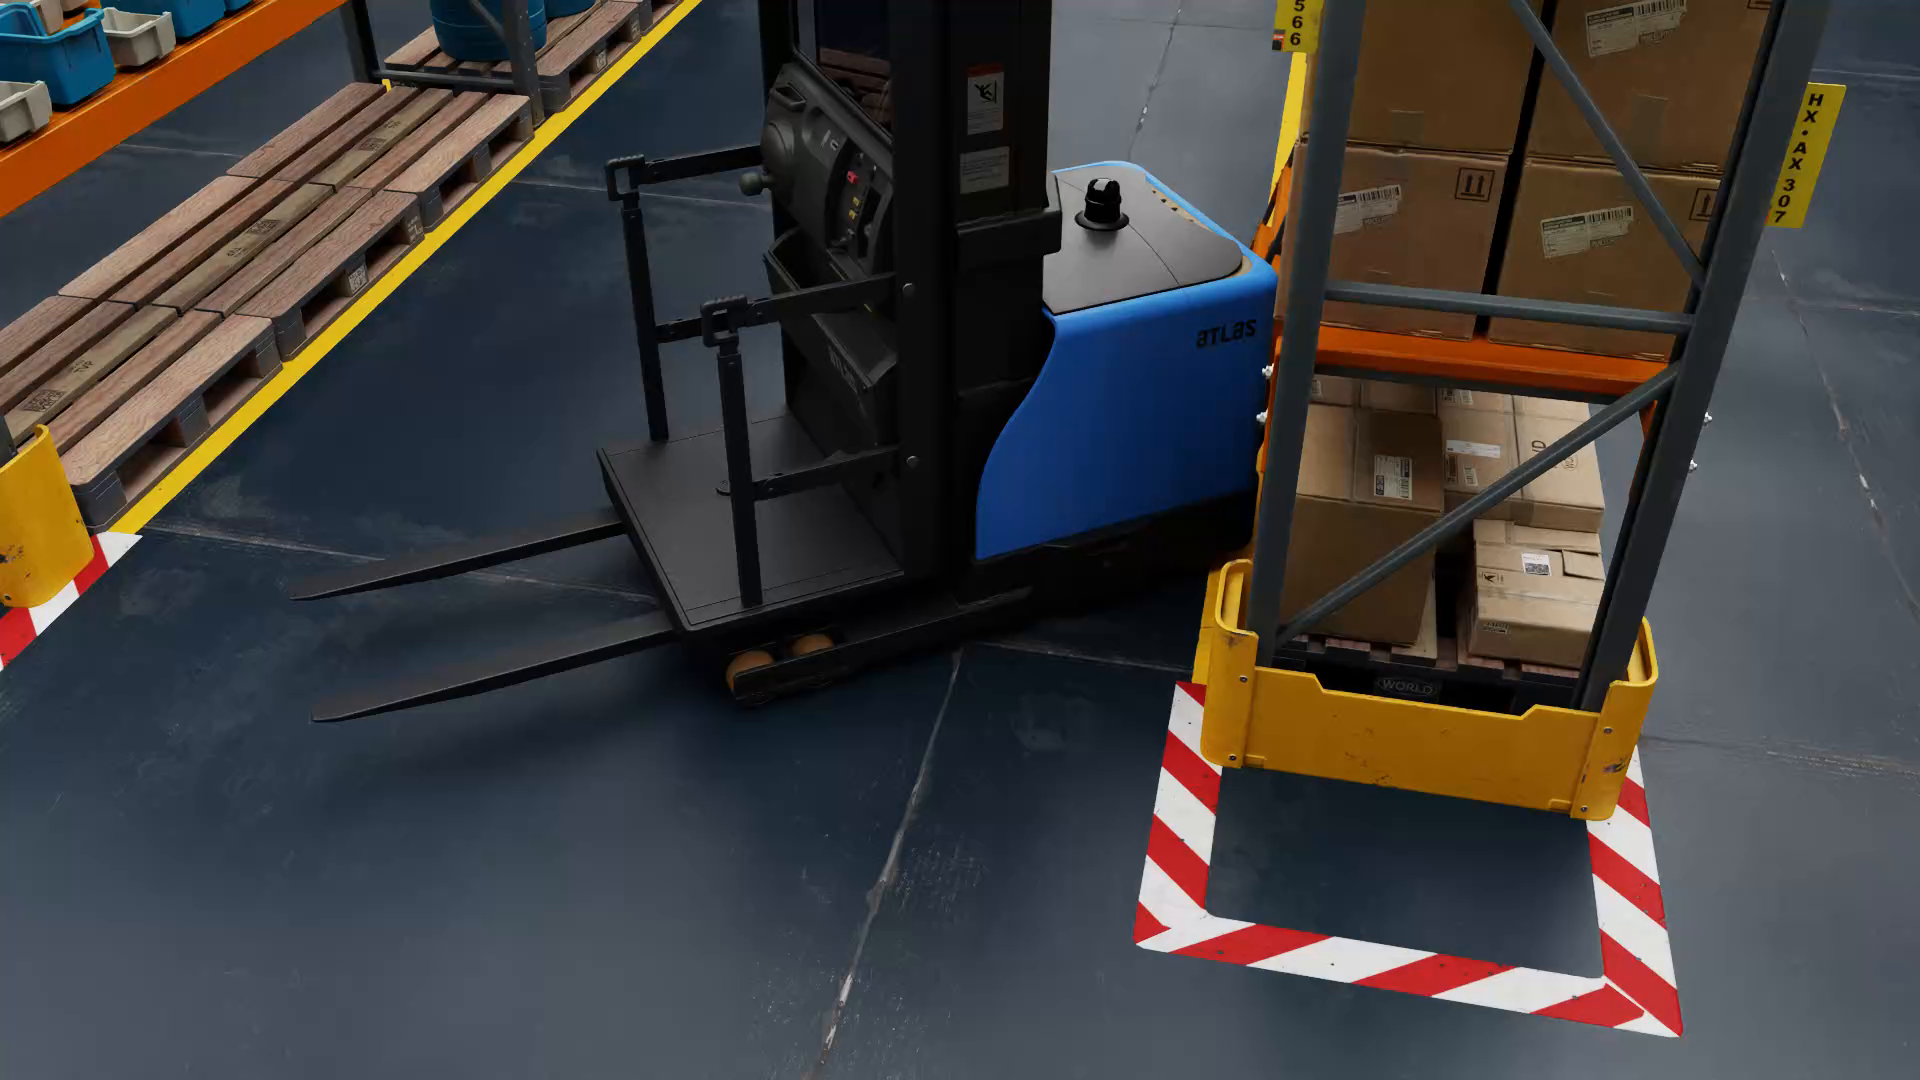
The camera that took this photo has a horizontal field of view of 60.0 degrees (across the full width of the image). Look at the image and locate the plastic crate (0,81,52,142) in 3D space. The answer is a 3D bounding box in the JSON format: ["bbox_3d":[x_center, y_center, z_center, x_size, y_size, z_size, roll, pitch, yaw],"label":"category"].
[{"bbox_3d":[-3.028,-1.361,5.246,0.250,0.136,0.298,7,37,10],"label":"plastic crate"}]

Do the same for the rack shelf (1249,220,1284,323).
[{"bbox_3d":[1.079,-0.848,5.567,0.258,0.148,0.480,18,45,0],"label":"rack shelf"}]

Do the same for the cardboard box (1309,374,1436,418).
[{"bbox_3d":[1.394,-0.495,5.845,0.500,0.250,0.500,7,37,10],"label":"cardboard box"}]

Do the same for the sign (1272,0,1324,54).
[{"bbox_3d":[0.748,-1.225,3.628,0.100,0.325,0.005,7,37,10],"label":"sign"}]

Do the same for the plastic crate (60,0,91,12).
[{"bbox_3d":[-3.398,-2.077,6.233,0.298,0.136,0.250,7,37,10],"label":"plastic crate"}]

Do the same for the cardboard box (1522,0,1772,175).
[{"bbox_3d":[1.639,-1.214,3.931,0.500,0.500,0.500,8,37,11],"label":"cardboard box"}]

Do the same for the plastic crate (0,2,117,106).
[{"bbox_3d":[-3.037,-1.604,5.499,0.416,0.233,0.300,7,37,10],"label":"plastic crate"}]

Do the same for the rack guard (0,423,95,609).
[{"bbox_3d":[-3.545,-0.142,5.520,1.175,0.500,0.348,7,37,10],"label":"rack guard"}]

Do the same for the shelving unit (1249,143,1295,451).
[{"bbox_3d":[1.045,-0.742,5.677,0.258,1.200,0.503,18,45,0],"label":"shelving unit"}]

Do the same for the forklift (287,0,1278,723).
[{"bbox_3d":[-0.570,-1.038,4.684,3.031,2.935,1.130,-15,38,-19],"label":"forklift"}]

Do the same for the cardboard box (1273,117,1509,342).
[{"bbox_3d":[1.116,-0.878,4.321,0.500,0.500,0.500,8,37,11],"label":"cardboard box"}]

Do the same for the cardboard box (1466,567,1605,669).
[{"bbox_3d":[1.711,0.232,4.928,0.380,0.149,0.250,7,37,10],"label":"cardboard box"}]

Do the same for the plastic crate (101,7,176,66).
[{"bbox_3d":[-2.883,-1.750,5.782,0.250,0.136,0.298,7,37,10],"label":"plastic crate"}]

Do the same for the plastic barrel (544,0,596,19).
[{"bbox_3d":[-2.414,-3.499,9.452,0.600,0.901,0.708,7,37,10],"label":"plastic barrel"}]

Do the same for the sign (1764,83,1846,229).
[{"bbox_3d":[1.816,-0.829,3.601,0.100,0.325,0.005,7,37,10],"label":"sign"}]

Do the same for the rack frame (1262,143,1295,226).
[{"bbox_3d":[1.100,-0.905,5.851,0.240,1.200,0.015,18,45,0],"label":"rack frame"}]

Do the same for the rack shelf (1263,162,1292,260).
[{"bbox_3d":[1.130,-1.008,5.401,0.258,0.148,0.480,18,45,0],"label":"rack shelf"}]

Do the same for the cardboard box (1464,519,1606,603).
[{"bbox_3d":[1.765,0.082,5.120,0.380,0.166,0.250,7,37,10],"label":"cardboard box"}]

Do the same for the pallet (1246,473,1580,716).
[{"bbox_3d":[1.472,0.082,5.458,1.003,0.211,1.213,7,37,10],"label":"pallet"}]

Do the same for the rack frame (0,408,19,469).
[{"bbox_3d":[-3.552,-1.170,4.808,1.000,3.000,0.127,7,37,10],"label":"rack frame"}]

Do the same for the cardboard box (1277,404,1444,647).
[{"bbox_3d":[1.162,-0.056,5.026,0.500,0.500,0.500,7,37,10],"label":"cardboard box"}]

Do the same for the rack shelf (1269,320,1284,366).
[{"bbox_3d":[1.031,-0.696,5.725,0.258,0.148,0.480,18,45,0],"label":"rack shelf"}]

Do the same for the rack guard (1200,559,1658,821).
[{"bbox_3d":[1.302,0.422,4.742,1.175,0.500,0.348,7,37,10],"label":"rack guard"}]

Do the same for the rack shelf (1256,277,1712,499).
[{"bbox_3d":[1.713,-1.402,5.742,1.077,0.370,4.000,7,37,10],"label":"rack shelf"}]

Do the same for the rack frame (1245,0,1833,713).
[{"bbox_3d":[1.286,-0.547,3.949,1.000,3.000,0.127,7,37,10],"label":"rack frame"}]

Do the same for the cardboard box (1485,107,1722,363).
[{"bbox_3d":[1.639,-0.809,4.225,0.500,0.500,0.500,8,37,11],"label":"cardboard box"}]

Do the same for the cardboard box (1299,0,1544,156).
[{"bbox_3d":[1.113,-1.282,4.025,0.500,0.500,0.500,7,37,10],"label":"cardboard box"}]

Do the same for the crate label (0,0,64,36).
[{"bbox_3d":[-3.443,-1.905,5.996,0.396,0.136,0.243,7,37,10],"label":"crate label"}]

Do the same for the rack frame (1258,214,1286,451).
[{"bbox_3d":[0.991,-0.579,5.504,0.240,1.200,0.015,18,45,0],"label":"rack frame"}]

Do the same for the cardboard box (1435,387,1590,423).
[{"bbox_3d":[1.893,-0.461,5.798,0.500,0.250,0.500,7,37,10],"label":"cardboard box"}]

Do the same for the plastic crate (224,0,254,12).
[{"bbox_3d":[-2.832,-2.154,6.257,0.416,0.233,0.300,7,37,10],"label":"plastic crate"}]

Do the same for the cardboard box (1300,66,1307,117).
[{"bbox_3d":[1.223,-1.176,4.732,0.500,0.500,0.500,8,37,10],"label":"cardboard box"}]

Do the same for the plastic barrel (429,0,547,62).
[{"bbox_3d":[-2.565,-3.093,8.892,0.600,0.901,0.708,7,37,10],"label":"plastic barrel"}]

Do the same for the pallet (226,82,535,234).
[{"bbox_3d":[-2.817,-1.908,8.202,1.003,0.211,1.213,7,37,10],"label":"pallet"}]

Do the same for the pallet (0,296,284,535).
[{"bbox_3d":[-3.338,-0.509,6.272,1.003,0.211,1.213,7,37,10],"label":"pallet"}]

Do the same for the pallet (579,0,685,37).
[{"bbox_3d":[-2.234,-3.473,10.362,1.003,0.211,1.213,7,37,10],"label":"pallet"}]

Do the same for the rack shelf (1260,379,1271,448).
[{"bbox_3d":[0.988,-0.562,5.864,0.258,0.148,0.480,18,45,0],"label":"rack shelf"}]

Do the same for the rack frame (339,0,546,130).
[{"bbox_3d":[-2.698,-3.463,7.972,1.000,3.000,0.127,7,37,10],"label":"rack frame"}]

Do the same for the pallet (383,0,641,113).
[{"bbox_3d":[-2.492,-2.771,9.394,1.003,0.211,1.213,7,37,10],"label":"pallet"}]

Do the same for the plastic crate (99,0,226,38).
[{"bbox_3d":[-2.896,-1.982,6.020,0.416,0.233,0.300,7,37,10],"label":"plastic crate"}]

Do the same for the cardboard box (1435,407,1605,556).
[{"bbox_3d":[1.786,-0.175,5.403,0.500,0.250,0.500,7,37,10],"label":"cardboard box"}]

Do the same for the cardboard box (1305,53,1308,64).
[{"bbox_3d":[1.220,-1.572,4.425,0.500,0.500,0.500,8,37,11],"label":"cardboard box"}]

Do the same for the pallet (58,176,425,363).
[{"bbox_3d":[-3.075,-1.206,7.234,1.003,0.211,1.213,7,37,10],"label":"pallet"}]
